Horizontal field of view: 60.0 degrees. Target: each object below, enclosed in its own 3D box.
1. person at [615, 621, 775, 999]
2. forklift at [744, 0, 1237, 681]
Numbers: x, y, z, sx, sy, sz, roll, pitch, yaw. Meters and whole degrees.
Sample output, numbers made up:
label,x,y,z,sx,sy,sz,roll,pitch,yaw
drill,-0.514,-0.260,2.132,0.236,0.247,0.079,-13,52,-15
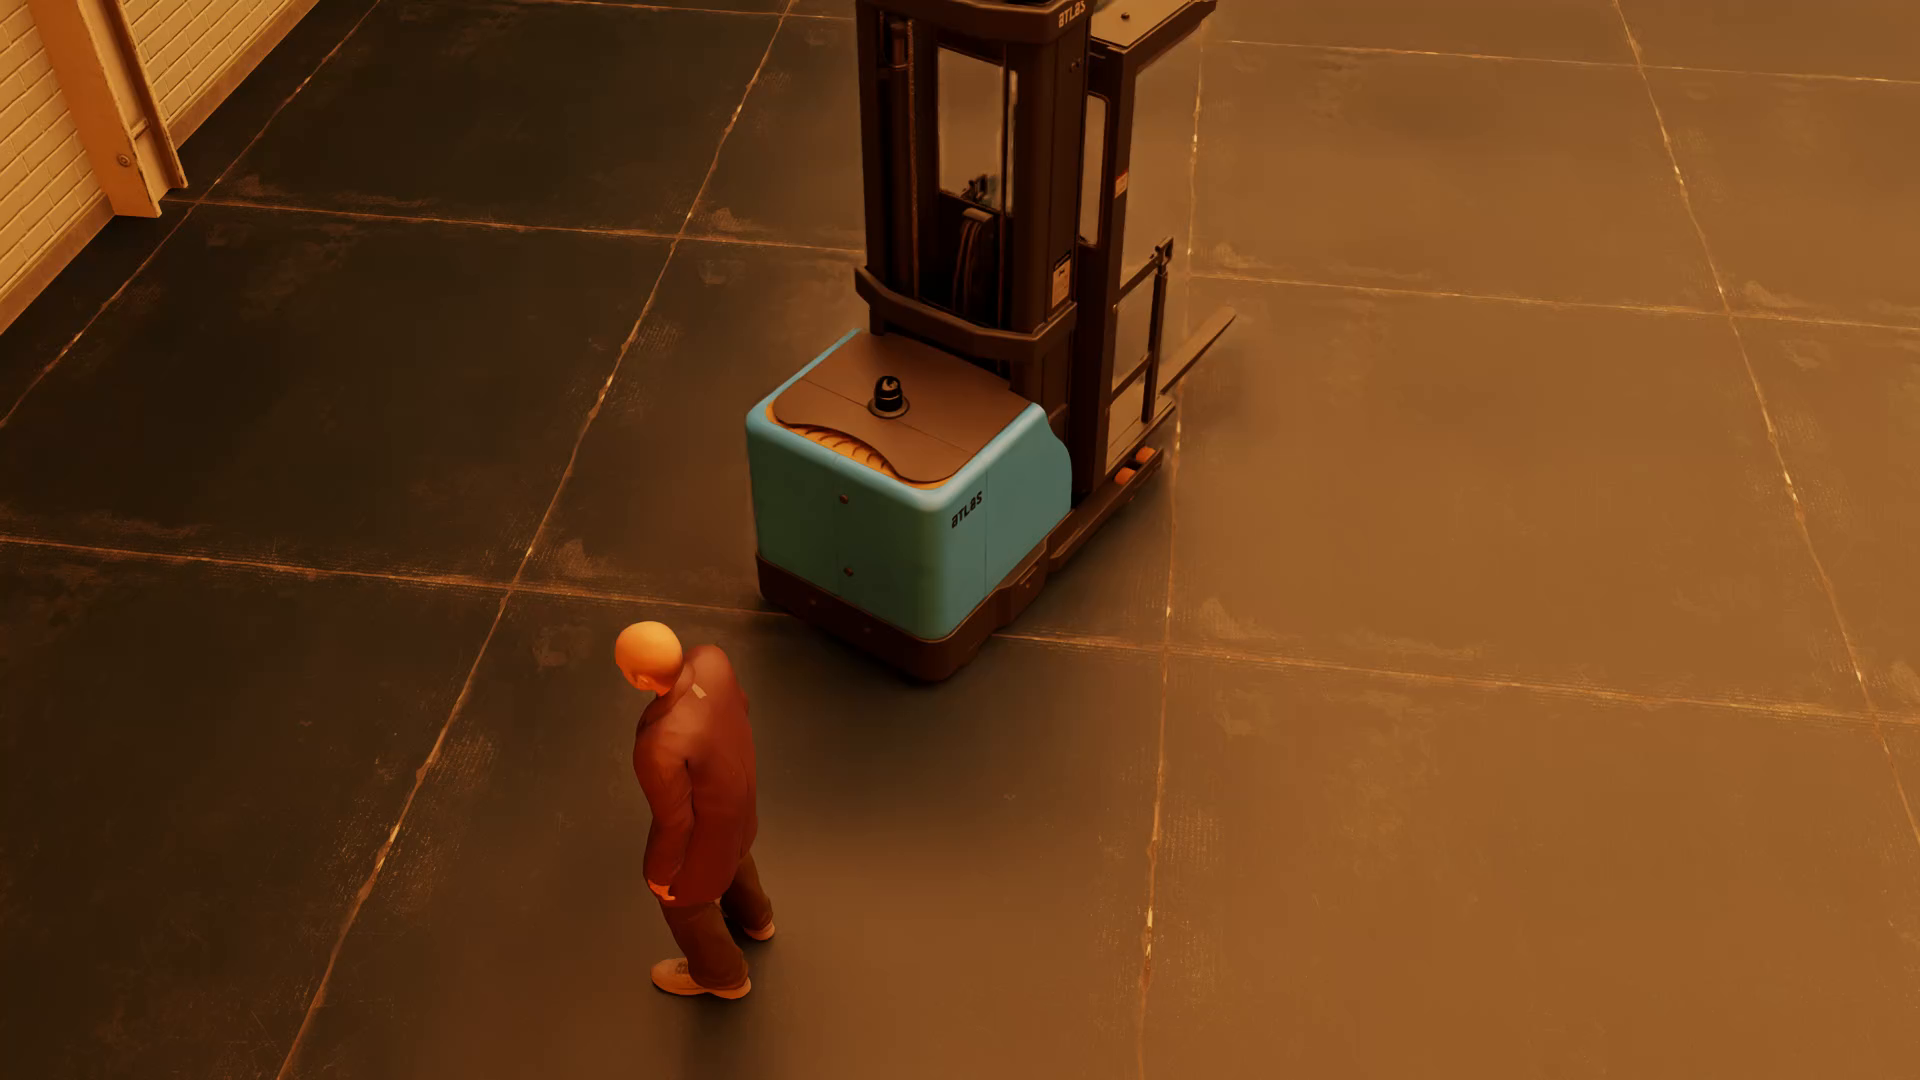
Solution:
label,x,y,z,sx,sy,sz,roll,pitch,yaw
person,-0.891,0.912,5.588,0.430,1.772,0.644,12,44,12
forklift,0.343,-1.436,7.288,1.130,2.935,3.031,25,48,25
